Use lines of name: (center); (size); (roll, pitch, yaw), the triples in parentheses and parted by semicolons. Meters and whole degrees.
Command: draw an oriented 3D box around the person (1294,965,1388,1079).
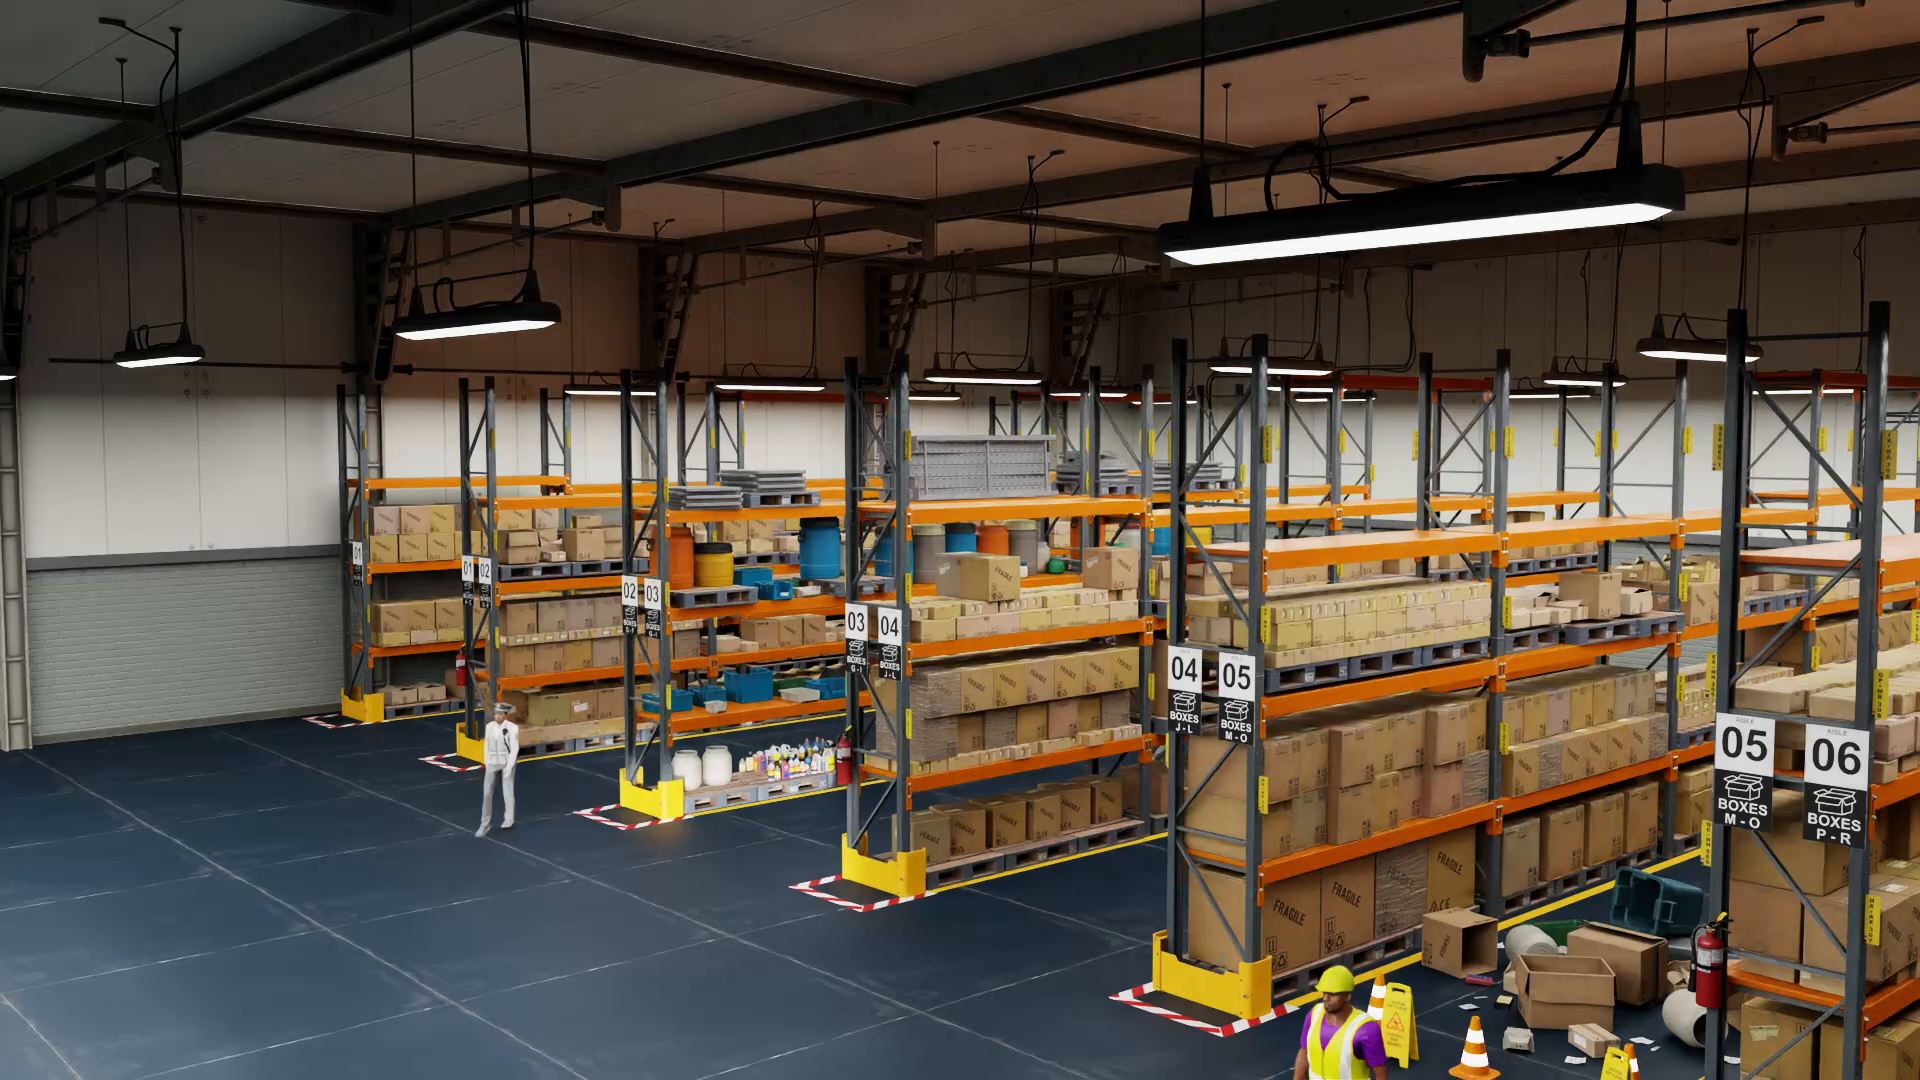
person: (2.362, 3.576, 10.591); (0.967, 1.716, 0.616); (-3, 5, -35)

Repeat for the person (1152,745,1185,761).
person: (3.121, 2.700, 25.566); (1.011, 1.538, 0.448); (-3, 5, -35)

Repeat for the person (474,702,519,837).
person: (-5.935, 2.936, 21.422); (0.516, 1.709, 0.651); (0, 4, 2)
